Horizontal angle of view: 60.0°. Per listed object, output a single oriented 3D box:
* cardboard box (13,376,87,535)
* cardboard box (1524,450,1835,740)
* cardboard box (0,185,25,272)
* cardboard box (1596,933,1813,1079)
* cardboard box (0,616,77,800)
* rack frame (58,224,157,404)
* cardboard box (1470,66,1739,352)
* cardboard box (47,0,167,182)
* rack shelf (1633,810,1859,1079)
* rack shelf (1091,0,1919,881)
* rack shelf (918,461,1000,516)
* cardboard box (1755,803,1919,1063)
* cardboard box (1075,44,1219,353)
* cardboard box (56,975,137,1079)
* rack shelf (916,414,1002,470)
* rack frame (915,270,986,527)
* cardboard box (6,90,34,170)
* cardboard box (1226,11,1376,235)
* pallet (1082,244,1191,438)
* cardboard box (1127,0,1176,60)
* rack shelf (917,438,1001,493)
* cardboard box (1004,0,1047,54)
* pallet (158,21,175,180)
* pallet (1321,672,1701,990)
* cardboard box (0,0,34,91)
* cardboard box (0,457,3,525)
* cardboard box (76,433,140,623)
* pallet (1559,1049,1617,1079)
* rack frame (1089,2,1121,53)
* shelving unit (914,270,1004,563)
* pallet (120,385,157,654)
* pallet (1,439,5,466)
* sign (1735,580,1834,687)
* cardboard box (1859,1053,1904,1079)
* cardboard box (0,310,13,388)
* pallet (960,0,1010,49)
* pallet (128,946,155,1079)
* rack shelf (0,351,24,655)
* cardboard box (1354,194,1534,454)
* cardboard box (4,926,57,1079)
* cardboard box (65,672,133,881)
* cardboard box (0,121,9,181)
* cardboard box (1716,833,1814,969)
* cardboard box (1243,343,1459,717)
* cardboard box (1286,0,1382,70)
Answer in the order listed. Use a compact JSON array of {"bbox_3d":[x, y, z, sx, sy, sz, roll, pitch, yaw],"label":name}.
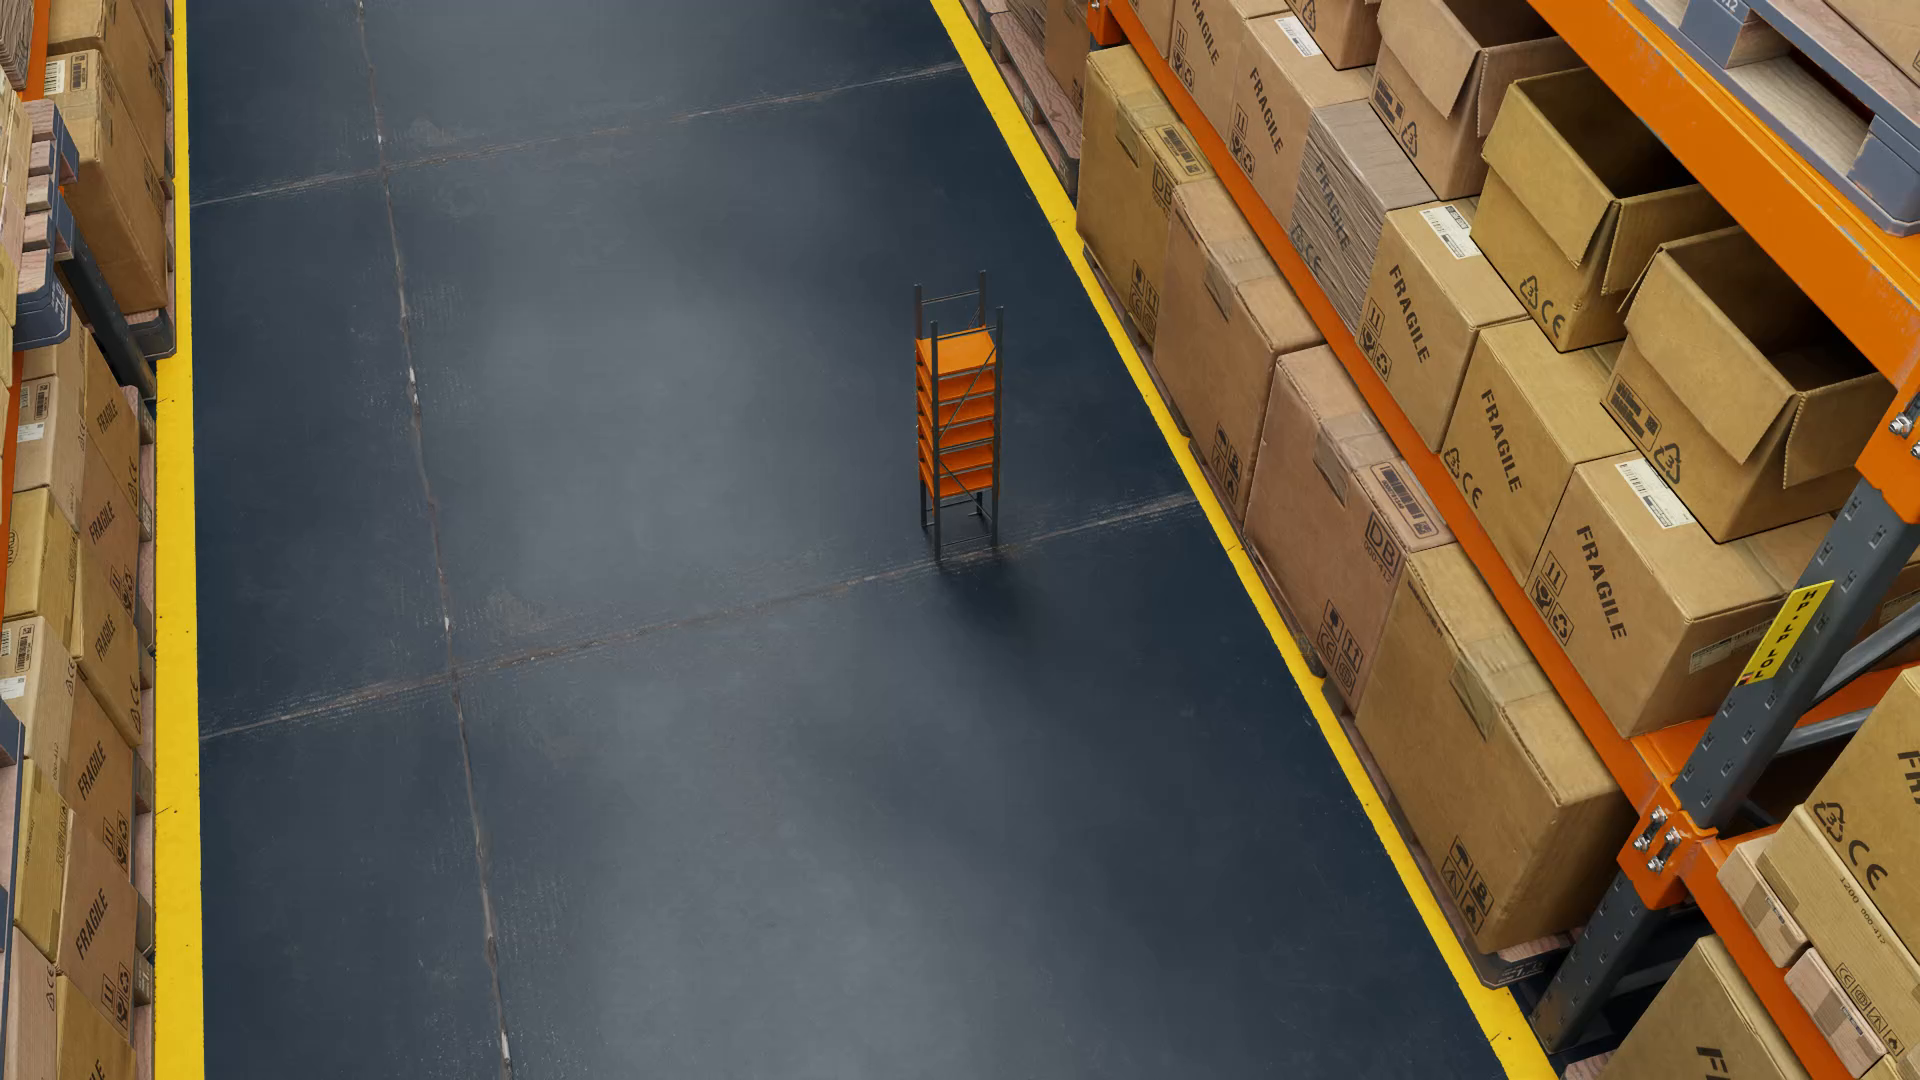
[{"bbox_3d":[-3.129,-0.225,5.348,0.500,0.250,0.500,-13,51,-10],"label":"cardboard box"},{"bbox_3d":[1.810,0.101,4.137,0.500,0.500,0.500,-13,51,-11],"label":"cardboard box"},{"bbox_3d":[-3.008,-0.889,4.927,0.380,0.149,0.250,-13,51,-10],"label":"cardboard box"},{"bbox_3d":[2.328,1.463,4.170,0.875,0.875,0.875,-13,51,-11],"label":"cardboard box"},{"bbox_3d":[-2.831,0.528,4.712,0.500,0.250,0.500,-12,51,-10],"label":"cardboard box"},{"bbox_3d":[-3.741,-1.460,5.519,1.000,3.000,0.127,-13,51,-11],"label":"rack frame"},{"bbox_3d":[1.821,-0.911,4.334,0.797,0.503,0.637,-13,51,-11],"label":"cardboard box"},{"bbox_3d":[-4.097,-1.974,7.149,1.050,0.750,0.750,-13,51,-10],"label":"cardboard box"},{"bbox_3d":[2.801,2.106,2.983,1.077,0.370,4.000,-13,51,-11],"label":"rack shelf"},{"bbox_3d":[1.618,-0.815,5.446,1.077,0.370,4.000,-13,51,-11],"label":"rack shelf"},{"bbox_3d":[-0.004,-0.214,6.018,0.258,0.103,0.180,-13,51,-11],"label":"rack shelf"},{"bbox_3d":[2.098,0.768,3.544,0.500,0.250,0.500,-14,51,-12],"label":"cardboard box"},{"bbox_3d":[1.211,-1.450,6.625,1.225,0.875,0.875,-15,52,-13],"label":"cardboard box"},{"bbox_3d":[-2.524,1.532,4.357,0.500,0.500,0.500,-12,51,-10],"label":"cardboard box"},{"bbox_3d":[-0.004,-0.369,5.834,0.258,0.103,0.180,-13,51,-11],"label":"rack shelf"},{"bbox_3d":[-0.031,-0.464,5.857,0.240,1.200,0.006,-13,51,-11],"label":"rack frame"},{"bbox_3d":[-3.156,-1.258,5.239,0.380,0.149,0.250,-13,51,-10],"label":"cardboard box"},{"bbox_3d":[1.220,-1.374,5.381,0.500,0.500,0.500,-14,51,-12],"label":"cardboard box"},{"bbox_3d":[1.188,-1.016,6.969,1.003,0.211,1.213,-13,51,-11],"label":"pallet"},{"bbox_3d":[0.910,-2.124,6.013,0.500,0.500,0.500,-12,51,-10],"label":"cardboard box"},{"bbox_3d":[-0.004,-0.291,5.926,0.258,0.103,0.180,-13,51,-11],"label":"rack shelf"},{"bbox_3d":[0.633,-2.731,7.938,0.700,0.500,0.500,-17,52,-14],"label":"cardboard box"},{"bbox_3d":[-4.260,-2.044,7.835,1.003,0.211,1.213,-13,51,-11],"label":"pallet"},{"bbox_3d":[1.909,0.766,5.466,1.003,0.211,1.213,-13,51,-11],"label":"pallet"},{"bbox_3d":[-3.616,-1.882,5.809,0.500,0.500,0.500,-13,51,-11],"label":"cardboard box"},{"bbox_3d":[-2.698,-0.122,4.281,0.380,0.149,0.250,-15,52,-13],"label":"cardboard box"},{"bbox_3d":[-3.147,0.011,5.639,0.500,0.500,0.500,-11,51,-10],"label":"cardboard box"},{"bbox_3d":[2.360,1.885,4.523,1.003,0.211,1.213,-13,51,-11],"label":"pallet"},{"bbox_3d":[1.027,-2.508,6.402,1.000,3.000,0.127,-13,51,-11],"label":"rack frame"},{"bbox_3d":[-0.004,-0.397,5.800,0.258,1.200,0.189,-13,51,-11],"label":"shelving unit"},{"bbox_3d":[-3.512,0.009,6.104,1.003,0.211,1.213,-13,51,-11],"label":"pallet"},{"bbox_3d":[-3.117,0.038,4.382,1.003,0.211,1.213,-13,51,-11],"label":"pallet"},{"bbox_3d":[1.694,0.195,3.418,0.100,0.325,0.005,-13,51,-11],"label":"sign"},{"bbox_3d":[2.135,1.170,3.466,0.380,0.149,0.250,-12,51,-10],"label":"cardboard box"},{"bbox_3d":[-2.857,-0.510,4.608,0.380,0.149,0.250,-15,52,-13],"label":"cardboard box"},{"bbox_3d":[0.440,-3.070,8.700,1.003,0.211,1.213,-13,51,-11],"label":"pallet"},{"bbox_3d":[-2.790,1.792,4.602,1.003,0.211,1.213,-13,51,-11],"label":"pallet"},{"bbox_3d":[-3.150,0.232,4.563,1.077,0.370,4.000,-13,51,-11],"label":"rack shelf"},{"bbox_3d":[1.509,-0.642,4.764,0.500,0.500,0.500,-14,51,-11],"label":"cardboard box"},{"bbox_3d":[-2.525,1.290,4.070,0.500,0.250,0.500,-15,52,-13],"label":"cardboard box"},{"bbox_3d":[-2.850,0.766,5.003,0.500,0.500,0.500,-13,51,-10],"label":"cardboard box"},{"bbox_3d":[-3.080,-1.158,4.960,0.380,0.149,0.250,-12,51,-10],"label":"cardboard box"},{"bbox_3d":[1.979,0.786,3.790,0.380,0.149,0.250,-13,51,-11],"label":"cardboard box"},{"bbox_3d":[1.736,-0.153,5.532,1.225,0.875,0.875,-15,51,-12],"label":"cardboard box"},{"bbox_3d":[1.417,-1.849,5.126,0.797,0.503,0.637,-12,51,-10],"label":"cardboard box"}]
